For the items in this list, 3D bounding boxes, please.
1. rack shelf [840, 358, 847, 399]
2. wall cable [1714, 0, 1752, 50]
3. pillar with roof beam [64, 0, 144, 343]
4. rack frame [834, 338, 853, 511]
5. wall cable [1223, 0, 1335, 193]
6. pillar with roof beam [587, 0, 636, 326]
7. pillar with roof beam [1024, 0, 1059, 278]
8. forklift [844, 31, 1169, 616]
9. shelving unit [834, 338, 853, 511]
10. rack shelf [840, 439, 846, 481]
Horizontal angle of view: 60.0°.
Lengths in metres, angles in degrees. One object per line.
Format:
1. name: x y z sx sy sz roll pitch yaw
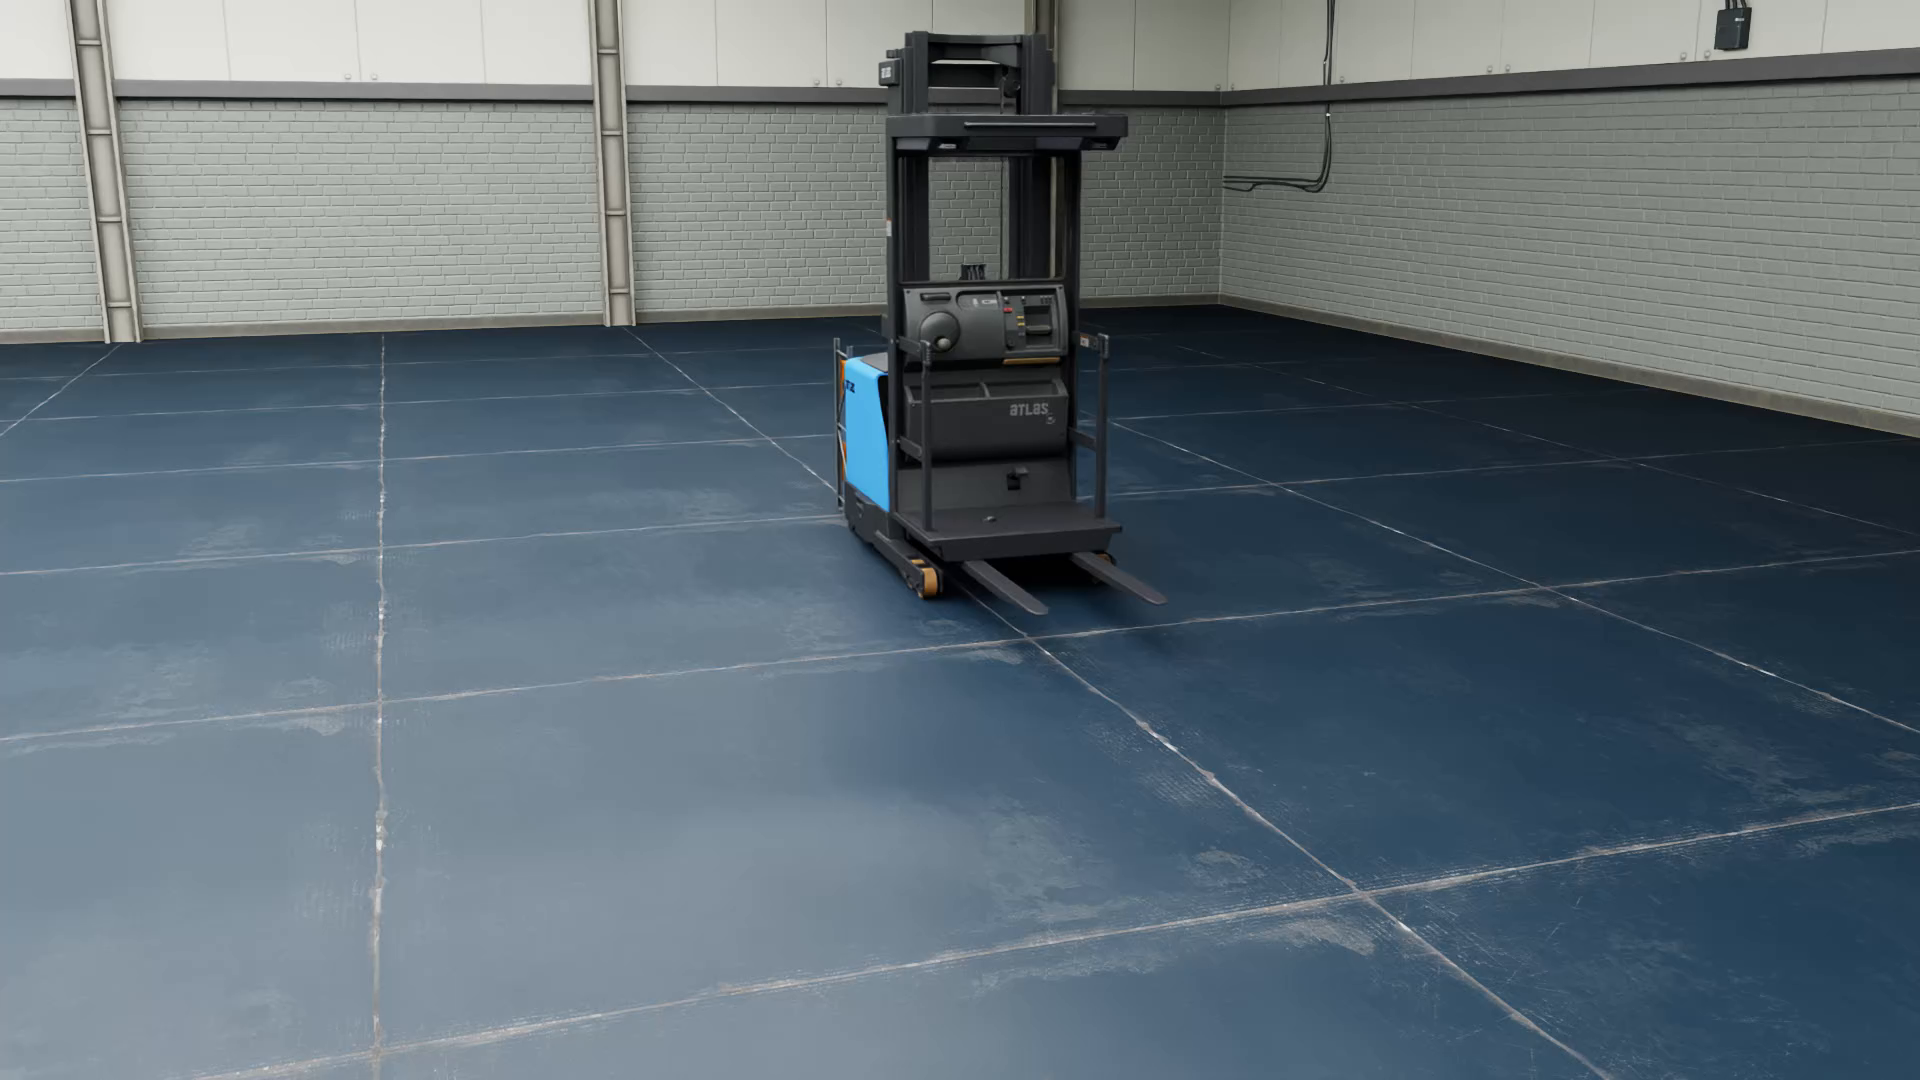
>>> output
1. rack shelf: -0.251 -1.024 10.752 1.000 0.278 0.538 -3 14 -14
2. wall cable: 7.362 -7.198 13.609 0.169 6.003 2.305 -4 14 -18
3. pillar with roof beam: -8.865 -5.870 15.373 0.400 9.000 9.100 -4 14 -18
4. rack frame: -0.744 -0.710 10.698 0.032 1.125 0.500 -3 14 -14
5. wall cable: 4.349 -6.116 23.120 0.112 2.526 3.097 -4 14 -18
6. pillar with roof beam: -3.178 -6.312 17.235 0.400 9.000 9.100 -4 14 -18
7. pillar with roof beam: 2.508 -6.755 19.096 0.400 9.000 9.100 -4 14 -18
8. forklift: 0.213 -1.220 8.937 1.130 2.935 3.031 -4 14 -17
9. shelving unit: -0.251 -0.739 10.819 1.048 1.125 0.538 -3 14 -14
10. rack shelf: -0.251 -0.501 10.876 1.000 0.278 0.538 -3 14 -14
